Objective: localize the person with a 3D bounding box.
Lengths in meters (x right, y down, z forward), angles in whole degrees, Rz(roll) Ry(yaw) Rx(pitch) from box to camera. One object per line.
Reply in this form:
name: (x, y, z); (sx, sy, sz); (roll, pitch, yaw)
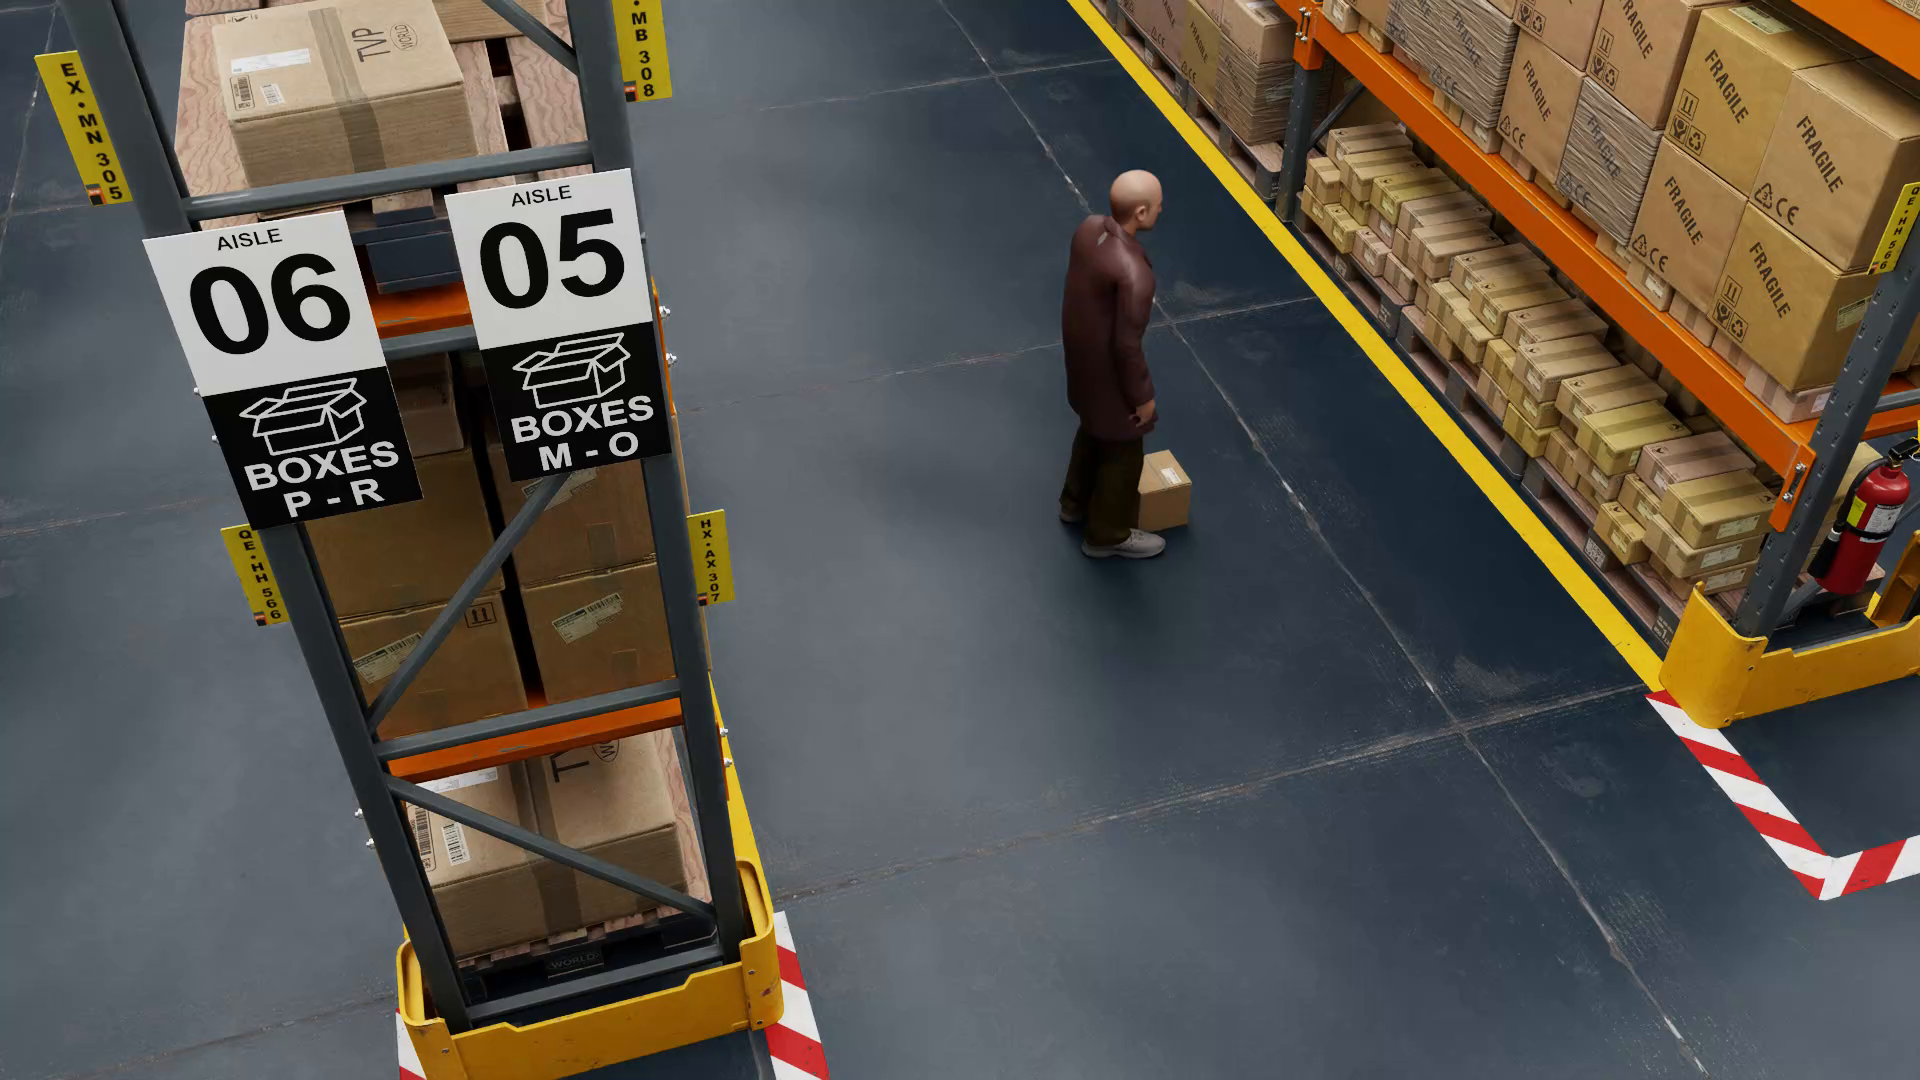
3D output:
person: (0.642, -0.734, 6.995); (0.419, 1.774, 0.645); (-12, 43, -13)
